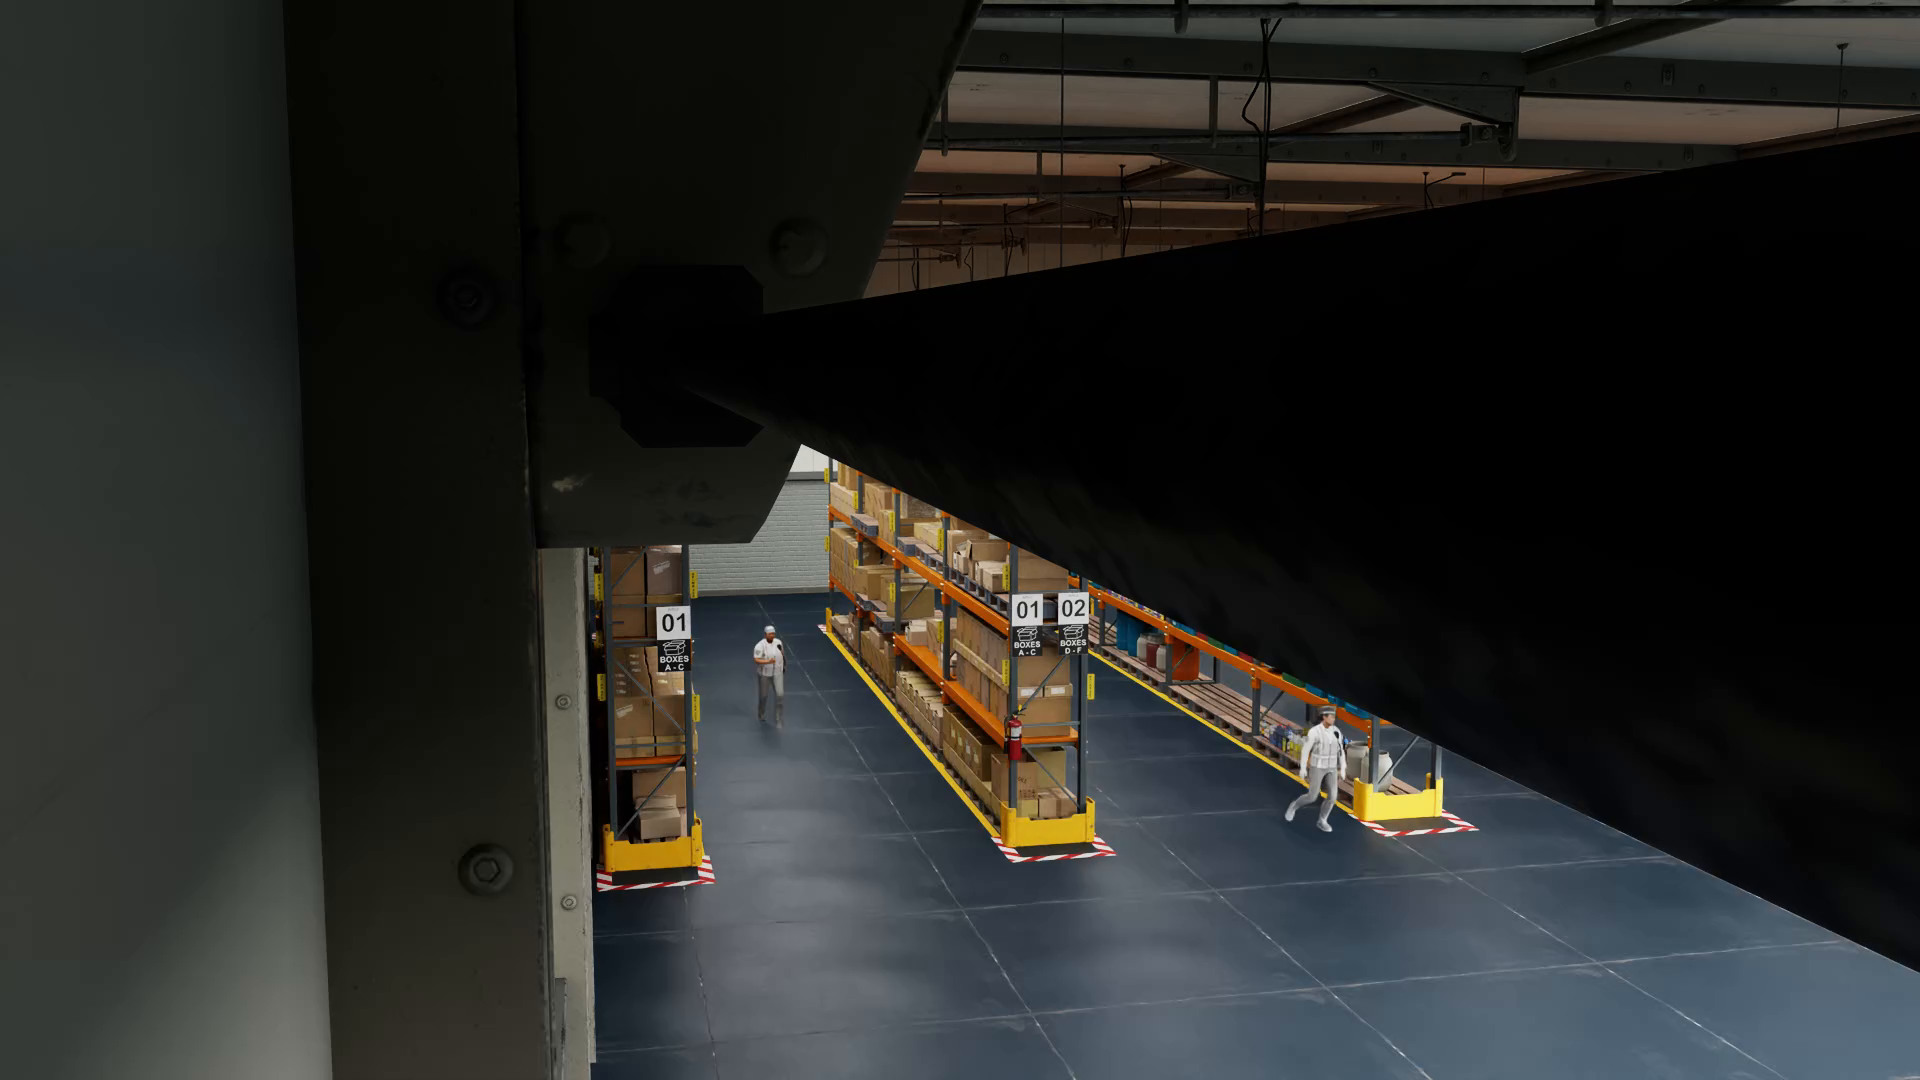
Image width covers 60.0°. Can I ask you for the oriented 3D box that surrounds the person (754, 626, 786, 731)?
[{"bbox_3d":[-3.145,2.255,27.449,0.563,1.721,0.841,-3,7,-20],"label":"person"}]

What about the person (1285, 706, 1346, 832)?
[{"bbox_3d":[4.615,2.939,21.613,0.654,1.643,0.577,-2,7,-20],"label":"person"}]
